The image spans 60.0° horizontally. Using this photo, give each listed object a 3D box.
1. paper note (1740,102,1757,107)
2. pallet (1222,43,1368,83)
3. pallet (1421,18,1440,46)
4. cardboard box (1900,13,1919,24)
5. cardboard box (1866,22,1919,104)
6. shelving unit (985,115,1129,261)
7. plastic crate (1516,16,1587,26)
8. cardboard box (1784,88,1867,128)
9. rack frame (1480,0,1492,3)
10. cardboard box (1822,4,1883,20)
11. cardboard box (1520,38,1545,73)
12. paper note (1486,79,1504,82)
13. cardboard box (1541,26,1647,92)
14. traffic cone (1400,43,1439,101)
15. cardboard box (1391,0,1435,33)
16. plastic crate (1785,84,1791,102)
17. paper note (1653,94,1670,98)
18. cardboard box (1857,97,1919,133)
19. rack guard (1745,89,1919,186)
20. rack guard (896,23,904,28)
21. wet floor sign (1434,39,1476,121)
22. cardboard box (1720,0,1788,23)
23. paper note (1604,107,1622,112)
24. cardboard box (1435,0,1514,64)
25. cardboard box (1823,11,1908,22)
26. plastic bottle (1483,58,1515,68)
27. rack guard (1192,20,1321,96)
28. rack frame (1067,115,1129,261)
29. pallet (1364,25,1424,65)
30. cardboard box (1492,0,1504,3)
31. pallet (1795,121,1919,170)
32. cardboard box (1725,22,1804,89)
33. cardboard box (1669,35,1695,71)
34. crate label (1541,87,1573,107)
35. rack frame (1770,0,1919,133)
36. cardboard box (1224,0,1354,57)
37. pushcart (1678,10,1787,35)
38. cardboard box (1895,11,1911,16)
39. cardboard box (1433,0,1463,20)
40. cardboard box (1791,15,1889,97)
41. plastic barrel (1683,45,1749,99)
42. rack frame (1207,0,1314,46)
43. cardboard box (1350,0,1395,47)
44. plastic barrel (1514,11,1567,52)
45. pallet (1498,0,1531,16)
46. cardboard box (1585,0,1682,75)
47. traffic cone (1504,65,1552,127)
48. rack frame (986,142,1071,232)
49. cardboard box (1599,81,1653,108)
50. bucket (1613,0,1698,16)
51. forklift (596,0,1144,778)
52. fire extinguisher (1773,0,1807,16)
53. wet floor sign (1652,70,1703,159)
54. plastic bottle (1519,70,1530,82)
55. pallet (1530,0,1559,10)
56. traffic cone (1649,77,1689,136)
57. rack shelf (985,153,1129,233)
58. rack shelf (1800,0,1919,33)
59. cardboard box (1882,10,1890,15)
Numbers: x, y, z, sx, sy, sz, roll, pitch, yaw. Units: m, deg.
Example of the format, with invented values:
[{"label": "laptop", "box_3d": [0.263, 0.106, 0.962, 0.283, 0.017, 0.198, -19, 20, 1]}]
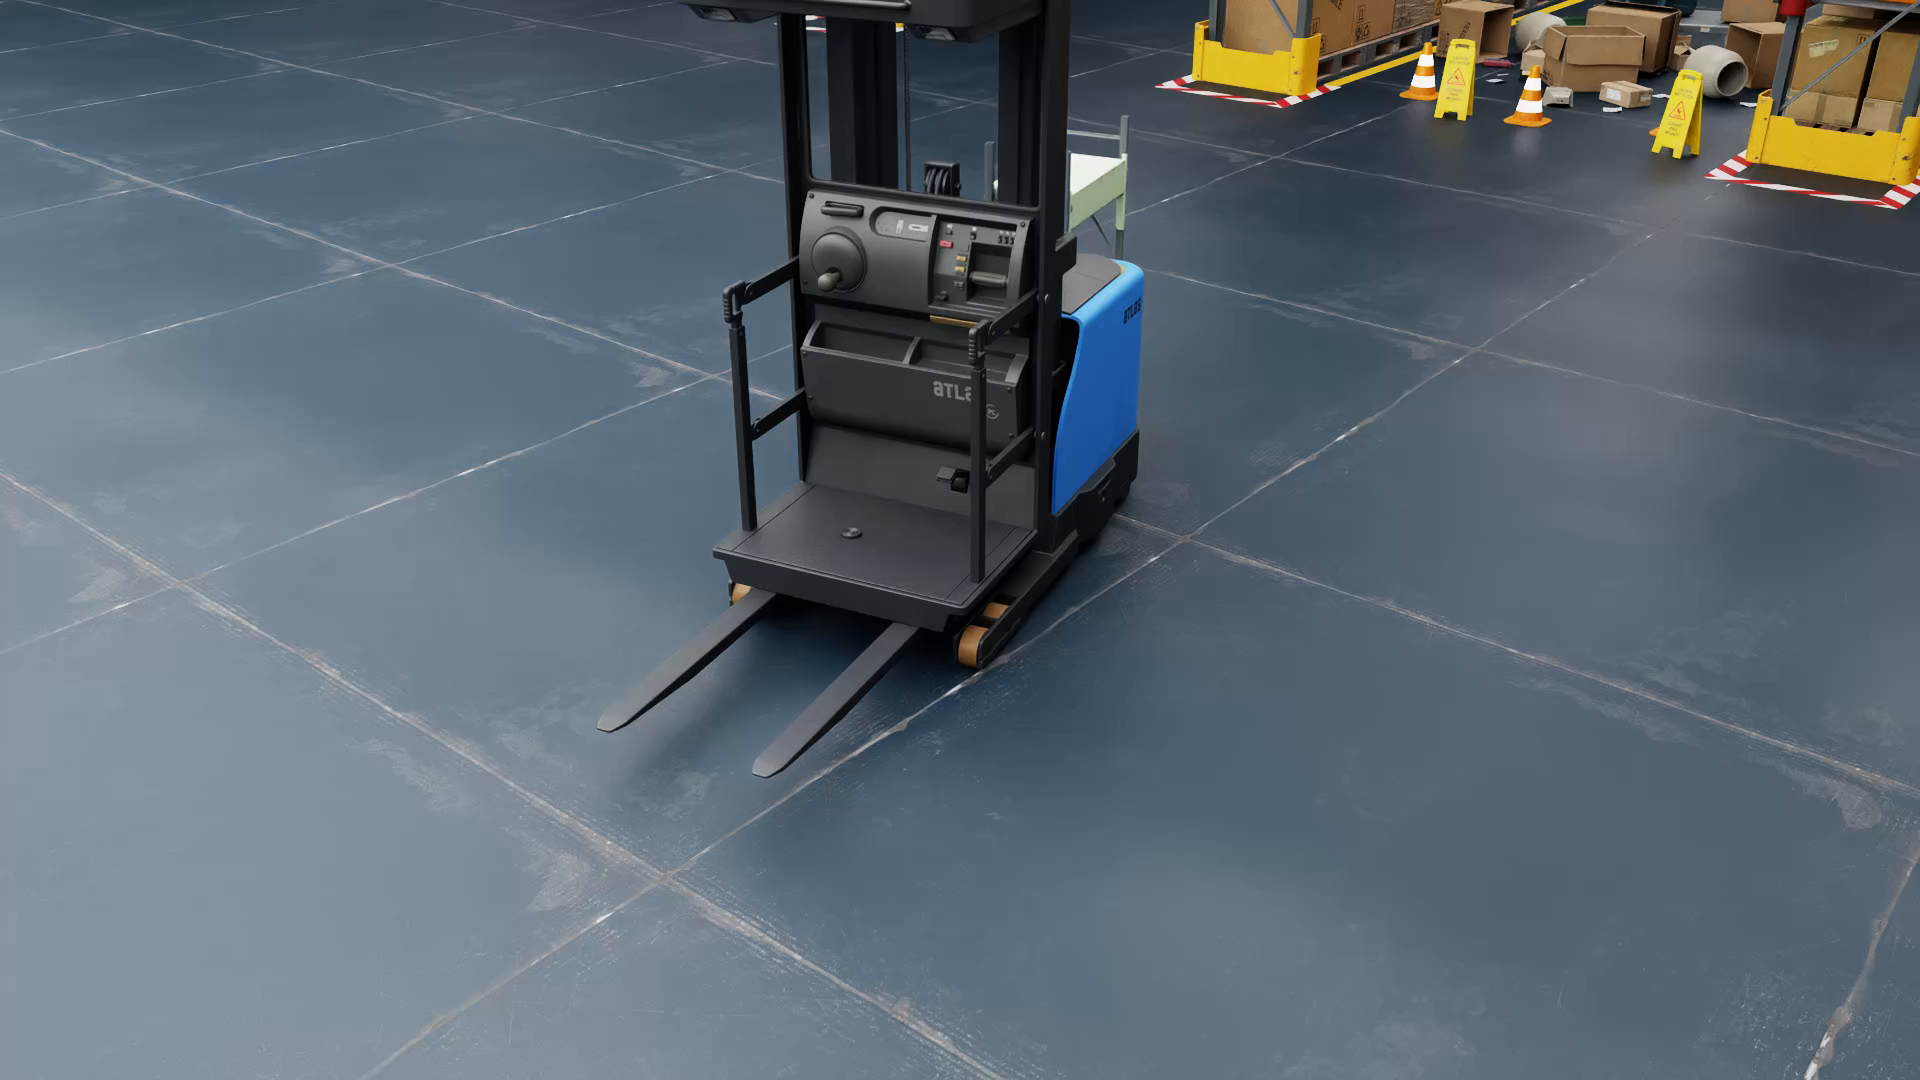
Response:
[{"label": "paper note", "box_3d": [6.953, -3.842, 14.643, 0.142, 0.019, 0.148, 9, 29, 17]}, {"label": "pallet", "box_3d": [3.178, -4.630, 15.971, 1.003, 0.211, 1.213, 21, 34, 34]}, {"label": "pallet", "box_3d": [4.730, -5.495, 17.643, 1.003, 0.211, 1.213, 21, 34, 34]}, {"label": "cardboard box", "box_3d": [7.684, -3.850, 13.148, 0.500, 0.500, 0.500, 19, 33, 33]}, {"label": "cardboard box", "box_3d": [7.354, -3.664, 12.787, 0.500, 0.500, 0.500, 19, 33, 33]}, {"label": "shelving unit", "box_3d": [0.459, -1.221, 7.977, 0.431, 1.500, 0.755, 12, 30, 22]}, {"label": "plastic crate", "box_3d": [6.174, -5.313, 17.253, 0.662, 0.188, 0.450, -10, 19, -18]}, {"label": "cardboard box", "box_3d": [6.935, -3.491, 13.268, 0.500, 0.250, 0.500, 21, 34, 34]}, {"label": "rack frame", "box_3d": [5.274, -6.981, 17.479, 1.000, 3.000, 0.127, 21, 34, 34]}, {"label": "cardboard box", "box_3d": [7.103, -4.248, 13.210, 0.380, 0.149, 0.250, 22, 35, 36]}, {"label": "cardboard box", "box_3d": [5.602, -4.619, 15.889, 0.258, 0.266, 0.396, -21, 34, -35]}, {"label": "paper note", "box_3d": [5.010, -4.288, 15.507, 0.142, 0.017, 0.144, -15, 31, -27]}, {"label": "cardboard box", "box_3d": [5.777, -4.405, 15.218, 0.797, 0.503, 0.637, 0, 27, 0]}, {"label": "traffic cone", "box_3d": [4.163, -4.209, 14.882, 0.336, 0.463, 0.334, 21, 34, 34]}, {"label": "cardboard box", "box_3d": [4.249, -5.700, 16.859, 0.875, 0.875, 0.875, 21, 34, 35]}, {"label": "plastic crate", "box_3d": [7.526, -3.956, 14.810, 0.402, 0.080, 0.583, 9, 29, 17]}, {"label": "paper note", "box_3d": [6.335, -4.002, 14.965, 0.142, 0.019, 0.148, -15, 31, -27]}, {"label": "cardboard box", "box_3d": [7.340, -3.322, 12.942, 0.500, 0.250, 0.500, 20, 34, 34]}, {"label": "rack guard", "box_3d": [6.662, -3.068, 12.637, 1.175, 0.500, 0.348, 21, 34, 34]}, {"label": "rack guard", "box_3d": [-0.985, -5.965, 18.236, 1.175, 0.500, 0.348, 21, 34, 34]}, {"label": "wet floor sign", "box_3d": [4.239, -3.928, 14.140, 0.267, 0.644, 0.232, 15, 31, 26]}, {"label": "cardboard box", "box_3d": [7.765, -5.305, 16.137, 0.500, 0.500, 0.500, 21, 34, 34]}, {"label": "paper note", "box_3d": [5.679, -3.750, 14.465, 0.148, 0.019, 0.142, 9, 29, 17]}, {"label": "cardboard box", "box_3d": [5.078, -5.021, 16.409, 0.500, 0.500, 0.500, -21, 34, -35]}, {"label": "cardboard box", "box_3d": [7.251, -3.996, 13.430, 0.500, 0.500, 0.500, 22, 35, 36]}, {"label": "plastic bottle", "box_3d": [5.227, -4.621, 16.116, 0.283, 0.061, 0.133, 9, 29, 17]}, {"label": "rack guard", "box_3d": [2.714, -4.444, 15.296, 1.175, 0.500, 0.348, 21, 34, 34]}, {"label": "rack frame", "box_3d": [0.616, -1.373, 8.271, 0.400, 1.500, 0.023, 12, 30, 22]}, {"label": "pallet", "box_3d": [3.954, -5.061, 16.803, 1.003, 0.211, 1.213, 21, 34, 34]}, {"label": "cardboard box", "box_3d": [5.599, -6.414, 18.376, 1.050, 0.750, 0.750, 21, 34, 34]}, {"label": "pallet", "box_3d": [7.206, -3.218, 13.240, 1.003, 0.211, 1.213, 21, 34, 34]}, {"label": "cardboard box", "box_3d": [7.426, -4.478, 15.360, 0.500, 0.500, 0.500, -5, 28, -9]}, {"label": "cardboard box", "box_3d": [6.983, -4.694, 16.034, 0.258, 0.266, 0.396, 0, 27, 0]}, {"label": "crate label", "box_3d": [5.271, -3.910, 14.660, 0.250, 0.136, 0.298, 4, 28, 8]}, {"label": "rack frame", "box_3d": [6.613, -4.152, 12.011, 1.000, 3.000, 0.127, 21, 34, 34]}, {"label": "cardboard box", "box_3d": [3.110, -5.065, 15.632, 0.875, 0.875, 0.875, 21, 34, 35]}, {"label": "pushcart", "box_3d": [7.366, -5.054, 16.608, 1.648, 0.377, 0.936, 9, 29, 17]}, {"label": "cardboard box", "box_3d": [7.577, -4.173, 13.771, 0.500, 0.500, 0.500, 20, 33, 33]}, {"label": "cardboard box", "box_3d": [4.820, -6.021, 17.479, 0.875, 0.875, 0.875, 21, 34, 35]}, {"label": "cardboard box", "box_3d": [6.922, -3.810, 13.070, 0.500, 0.500, 0.500, 21, 34, 35]}, {"label": "plastic barrel", "box_3d": [6.759, -4.182, 14.873, 0.421, 0.421, 0.512, -5, 28, -9]}, {"label": "rack frame", "box_3d": [2.729, -5.562, 14.738, 1.000, 3.000, 0.127, 21, 34, 34]}, {"label": "cardboard box", "box_3d": [3.668, -5.378, 16.236, 0.875, 0.875, 0.875, 20, 34, 34]}, {"label": "plastic barrel", "box_3d": [5.736, -4.986, 16.427, 0.421, 0.421, 0.512, -5, 28, -9]}, {"label": "pallet", "box_3d": [5.706, -6.038, 18.691, 1.003, 0.211, 1.213, 21, 34, 34]}, {"label": "cardboard box", "box_3d": [6.365, -4.800, 15.833, 0.797, 0.637, 0.503, 21, 34, 34]}, {"label": "traffic cone", "box_3d": [4.819, -3.758, 14.011, 0.336, 0.463, 0.334, 21, 34, 34]}, {"label": "rack frame", "box_3d": [0.302, -1.069, 7.684, 0.400, 1.500, 0.023, 12, 30, 22]}, {"label": "cardboard box", "box_3d": [5.888, -3.940, 14.705, 0.250, 0.149, 0.380, -10, 29, -18]}, {"label": "bucket", "box_3d": [6.966, -5.480, 16.486, 0.620, 0.611, 0.726, -5, 26, -32]}, {"label": "forklift", "box_3d": [-0.269, -1.041, 6.072, 1.130, 2.935, 3.031, 12, 30, 22]}, {"label": "fire extinguisher", "box_3d": [6.185, -4.211, 12.210, 0.296, 0.674, 0.183, 21, 34, 34]}, {"label": "wet floor sign", "box_3d": [5.667, -3.351, 13.026, 0.232, 0.644, 0.267, -15, 31, -27]}, {"label": "plastic bottle", "box_3d": [5.333, -4.364, 15.618, 0.133, 0.061, 0.283, 9, 29, 17]}, {"label": "pallet", "box_3d": [6.482, -6.472, 19.531, 1.003, 0.211, 1.213, 21, 34, 34]}, {"label": "traffic cone", "box_3d": [5.891, -3.554, 13.617, 0.336, 0.463, 0.334, 21, 34, 34]}, {"label": "rack shelf", "box_3d": [0.459, -1.567, 7.798, 0.431, 0.370, 0.720, 12, 30, 22]}, {"label": "rack shelf", "box_3d": [7.885, -4.541, 13.547, 1.077, 0.370, 4.000, 21, 34, 34]}, {"label": "cardboard box", "box_3d": [7.266, -4.336, 13.381, 0.380, 0.149, 0.250, 21, 34, 35]}]
